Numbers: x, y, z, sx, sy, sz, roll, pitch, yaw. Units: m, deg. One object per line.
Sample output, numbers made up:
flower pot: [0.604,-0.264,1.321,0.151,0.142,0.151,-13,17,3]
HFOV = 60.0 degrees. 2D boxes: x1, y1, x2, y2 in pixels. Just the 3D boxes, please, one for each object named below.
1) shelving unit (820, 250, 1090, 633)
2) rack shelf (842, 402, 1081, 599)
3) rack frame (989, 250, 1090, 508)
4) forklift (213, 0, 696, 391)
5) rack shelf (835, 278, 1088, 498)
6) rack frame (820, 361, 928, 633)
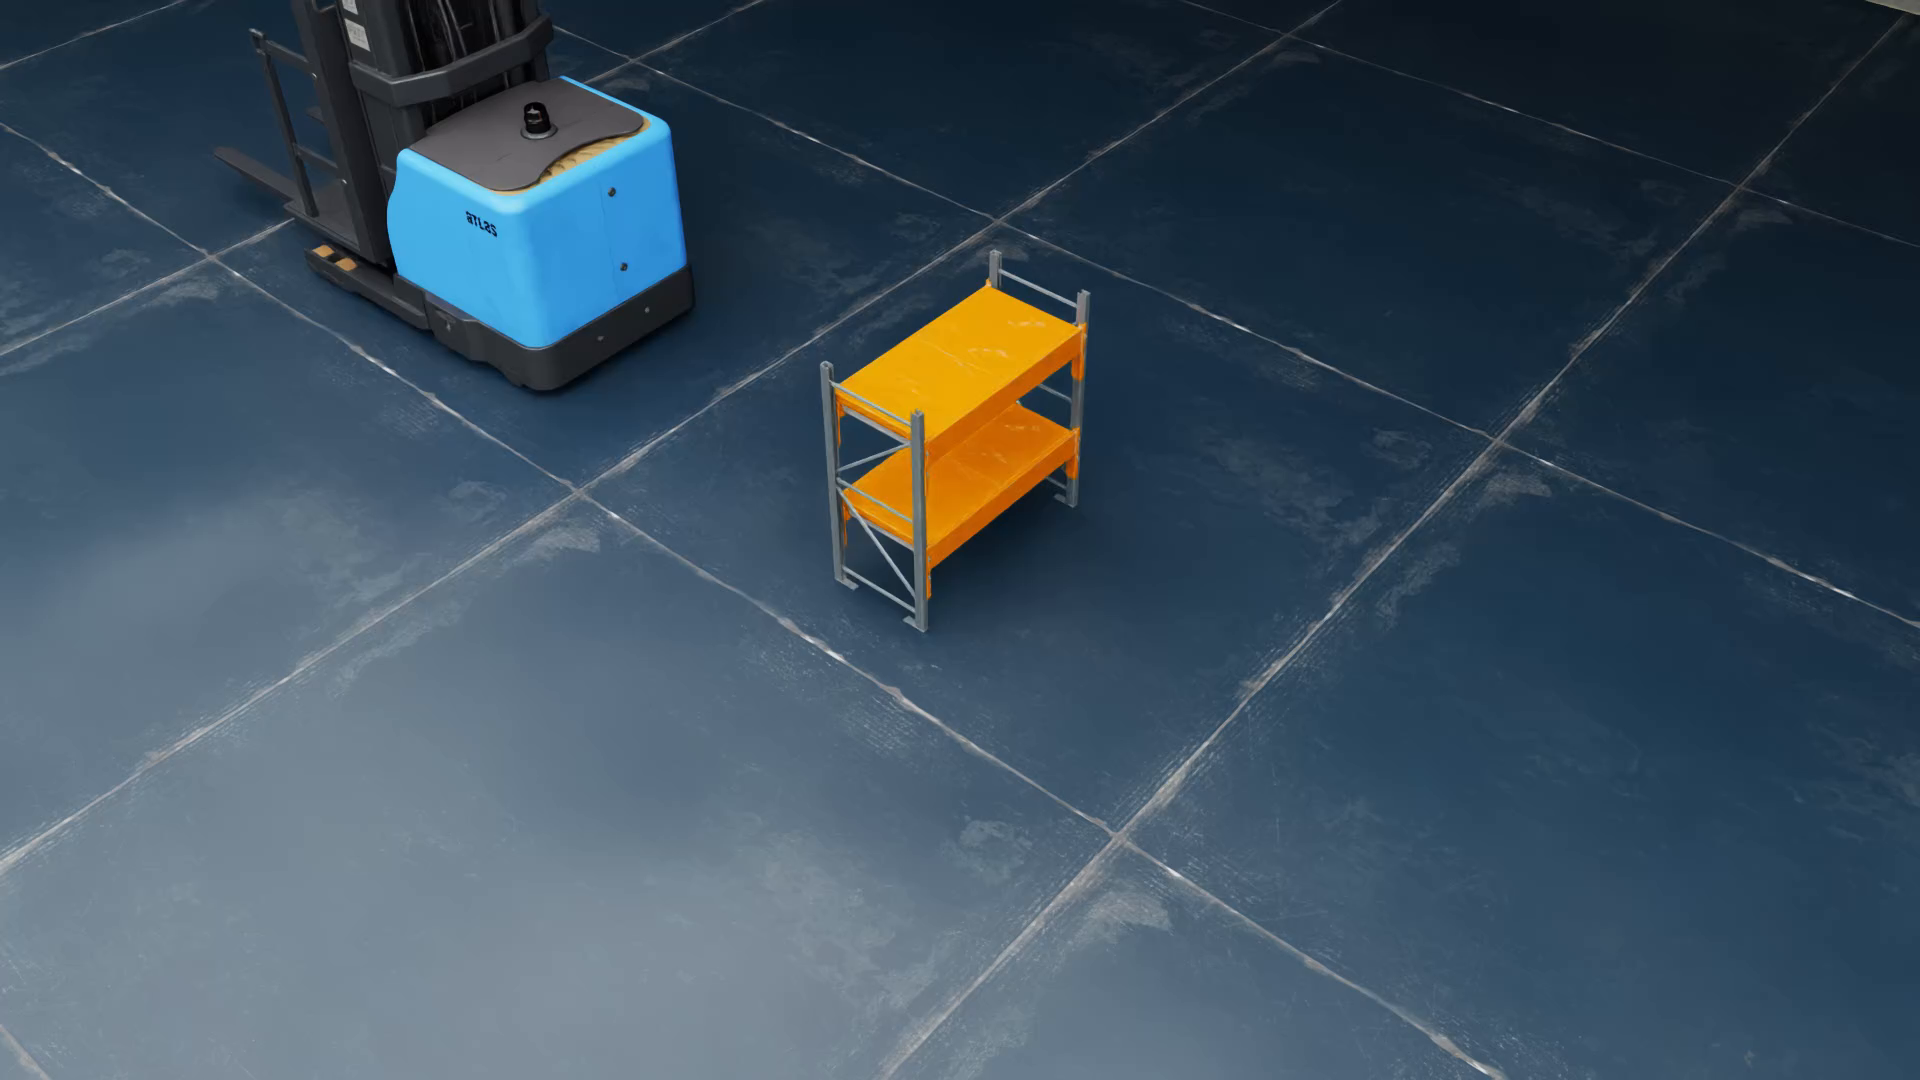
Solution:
shelving unit: [-0.004,-0.413,6.868,0.538,1.125,1.048,29,50,28]
rack shelf: [-0.004,-0.232,7.032,0.538,0.278,1.000,29,50,28]
rack frame: [0.323,-0.674,7.156,0.500,1.125,0.032,29,50,28]
forklift: [-2.809,-2.632,7.966,3.031,2.935,1.130,29,50,28]
rack shelf: [-0.004,-0.629,6.671,0.538,0.278,1.000,29,50,28]
rack frame: [-0.332,-0.151,6.580,0.500,1.125,0.032,29,50,28]
